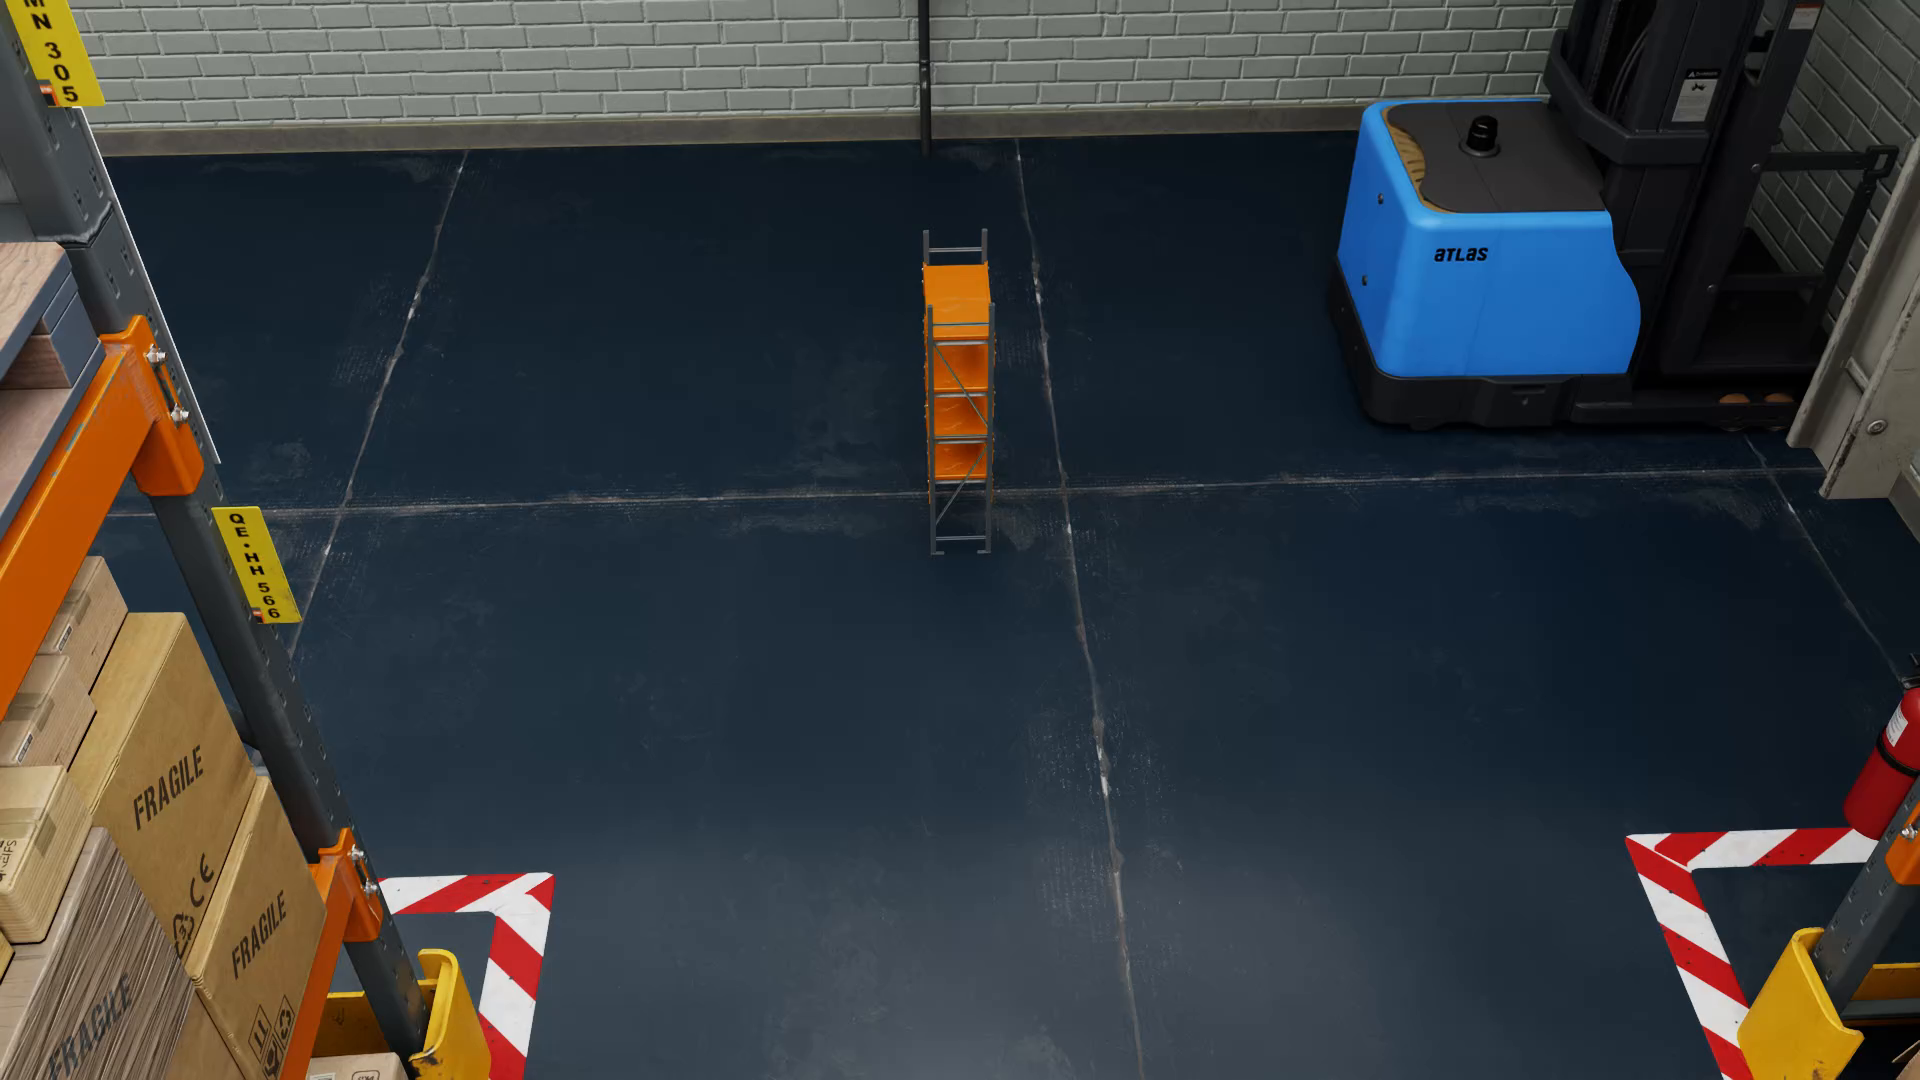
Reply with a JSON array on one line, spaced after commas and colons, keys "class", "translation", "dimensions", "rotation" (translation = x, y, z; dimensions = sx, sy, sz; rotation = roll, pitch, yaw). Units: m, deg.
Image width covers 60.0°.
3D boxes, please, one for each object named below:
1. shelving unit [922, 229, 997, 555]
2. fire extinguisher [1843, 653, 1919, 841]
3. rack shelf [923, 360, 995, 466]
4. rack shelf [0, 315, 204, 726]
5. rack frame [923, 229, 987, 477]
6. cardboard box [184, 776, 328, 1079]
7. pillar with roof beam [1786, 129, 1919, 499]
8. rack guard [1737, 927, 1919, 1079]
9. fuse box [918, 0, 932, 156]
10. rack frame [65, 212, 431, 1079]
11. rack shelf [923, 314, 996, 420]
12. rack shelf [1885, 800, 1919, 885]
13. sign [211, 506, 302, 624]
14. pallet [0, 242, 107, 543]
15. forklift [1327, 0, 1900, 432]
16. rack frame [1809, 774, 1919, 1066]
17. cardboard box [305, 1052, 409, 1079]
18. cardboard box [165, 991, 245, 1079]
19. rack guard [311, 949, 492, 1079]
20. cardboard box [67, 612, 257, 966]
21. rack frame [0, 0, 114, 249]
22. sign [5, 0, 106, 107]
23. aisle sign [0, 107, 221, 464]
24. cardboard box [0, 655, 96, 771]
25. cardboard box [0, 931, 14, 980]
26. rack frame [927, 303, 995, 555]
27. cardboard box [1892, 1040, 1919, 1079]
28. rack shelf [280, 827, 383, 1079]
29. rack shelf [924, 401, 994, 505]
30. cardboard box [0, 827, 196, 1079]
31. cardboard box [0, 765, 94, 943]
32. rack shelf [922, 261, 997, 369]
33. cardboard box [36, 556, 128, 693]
[{"class": "shelving unit", "translation": [-0.007, -0.554, 6.466], "dimensions": [0.258, 1.200, 0.503], "rotation": [-2, 43, -2]}, {"class": "fire extinguisher", "translation": [2.494, 0.511, 4.306], "dimensions": [0.296, 0.674, 0.183], "rotation": [-2, 43, -2]}, {"class": "rack shelf", "translation": [-0.007, -0.504, 6.512], "dimensions": [0.258, 0.148, 0.480], "rotation": [-2, 43, -2]}, {"class": "rack shelf", "translation": [-1.912, 1.086, 1.658], "dimensions": [1.077, 0.370, 4.000], "rotation": [-2, 43, -2]}, {"class": "rack frame", "translation": [-0.017, -0.719, 6.646], "dimensions": [0.240, 1.200, 0.015], "rotation": [-2, 43, -2]}, {"class": "cardboard box", "translation": [-1.712, 0.857, 3.521], "dimensions": [0.500, 0.500, 0.500], "rotation": [-1, 43, -2]}, {"class": "pillar with roof beam", "translation": [-0.553, -3.503, 3.912], "dimensions": [9.100, 9.000, 0.400], "rotation": [-2, 43, -2]}, {"class": "rack guard", "translation": [2.965, 1.404, 4.848], "dimensions": [1.175, 0.500, 0.348], "rotation": [-2, 43, -2]}, {"class": "fuse box", "translation": [-0.155, -2.717, 8.448], "dimensions": [0.539, 1.711, 0.414], "rotation": [-2, 43, -2]}, {"class": "rack frame", "translation": [-1.997, 0.576, 3.902], "dimensions": [1.000, 3.000, 0.127], "rotation": [-2, 43, -2]}, {"class": "rack shelf", "translation": [-0.007, -0.669, 6.361], "dimensions": [0.258, 0.148, 0.480], "rotation": [-2, 43, -2]}, {"class": "rack shelf", "translation": [3.047, 2.046, 2.830], "dimensions": [1.077, 0.370, 4.000], "rotation": [-2, 43, -2]}, {"class": "sign", "translation": [-1.454, 0.056, 3.437], "dimensions": [0.100, 0.325, 0.005], "rotation": [-2, 43, -2]}, {"class": "pallet", "translation": [-1.955, 0.003, 2.372], "dimensions": [1.003, 0.211, 1.213], "rotation": [-2, 43, -2]}, {"class": "forklift", "translation": [3.267, -1.915, 6.670], "dimensions": [3.031, 2.935, 1.130], "rotation": [-1, 43, -1]}, {"class": "rack frame", "translation": [2.962, 0.431, 4.060], "dimensions": [1.000, 3.000, 0.127], "rotation": [-2, 43, -2]}, {"class": "cardboard box", "translation": [-1.869, 1.808, 4.143], "dimensions": [0.875, 0.438, 0.875], "rotation": [-3, 43, -3]}, {"class": "cardboard box", "translation": [-1.706, 1.196, 3.151], "dimensions": [0.500, 0.500, 0.500], "rotation": [-2, 43, -3]}, {"class": "rack guard", "translation": [-1.998, 1.481, 4.764], "dimensions": [1.175, 0.500, 0.348], "rotation": [-2, 43, -2]}, {"class": "cardboard box", "translation": [-1.739, 0.489, 3.182], "dimensions": [0.500, 0.500, 0.500], "rotation": [0, 43, 0]}, {"class": "rack frame", "translation": [-1.997, -1.636, 1.875], "dimensions": [1.000, 3.000, 0.127], "rotation": [-2, 43, -2]}, {"class": "sign", "translation": [-1.454, -0.833, 2.622], "dimensions": [0.100, 0.325, 0.005], "rotation": [-2, 43, -2]}, {"class": "aisle sign", "translation": [-1.690, -0.440, 3.086], "dimensions": [0.394, 0.787, 0.004], "rotation": [-2, 43, -2]}, {"class": "cardboard box", "translation": [-1.747, 0.339, 2.867], "dimensions": [0.380, 0.149, 0.250], "rotation": [-1, 43, -1]}, {"class": "cardboard box", "translation": [-1.682, 0.682, 2.492], "dimensions": [0.380, 0.149, 0.250], "rotation": [-1, 43, -1]}, {"class": "rack frame", "translation": [0.003, -0.389, 6.287], "dimensions": [0.240, 1.200, 0.015], "rotation": [-2, 43, -2]}, {"class": "cardboard box", "translation": [2.893, 1.612, 4.308], "dimensions": [0.797, 0.503, 0.637], "rotation": [-3, 43, -3]}, {"class": "rack shelf", "translation": [-1.912, 2.191, 2.672], "dimensions": [1.077, 0.370, 4.000], "rotation": [-2, 43, -2]}, {"class": "rack shelf", "translation": [-0.007, -0.358, 6.646], "dimensions": [0.258, 0.148, 0.480], "rotation": [-2, 43, -2]}, {"class": "cardboard box", "translation": [-1.687, 0.841, 2.798], "dimensions": [0.500, 0.500, 0.500], "rotation": [-2, 43, -2]}, {"class": "cardboard box", "translation": [-1.652, 0.511, 2.679], "dimensions": [0.380, 0.149, 0.250], "rotation": [-2, 43, -2]}, {"class": "rack shelf", "translation": [-0.007, -0.844, 6.201], "dimensions": [0.258, 0.148, 0.480], "rotation": [-2, 43, -2]}, {"class": "cardboard box", "translation": [-1.782, 0.168, 3.053], "dimensions": [0.380, 0.149, 0.250], "rotation": [-1, 43, -1]}]
